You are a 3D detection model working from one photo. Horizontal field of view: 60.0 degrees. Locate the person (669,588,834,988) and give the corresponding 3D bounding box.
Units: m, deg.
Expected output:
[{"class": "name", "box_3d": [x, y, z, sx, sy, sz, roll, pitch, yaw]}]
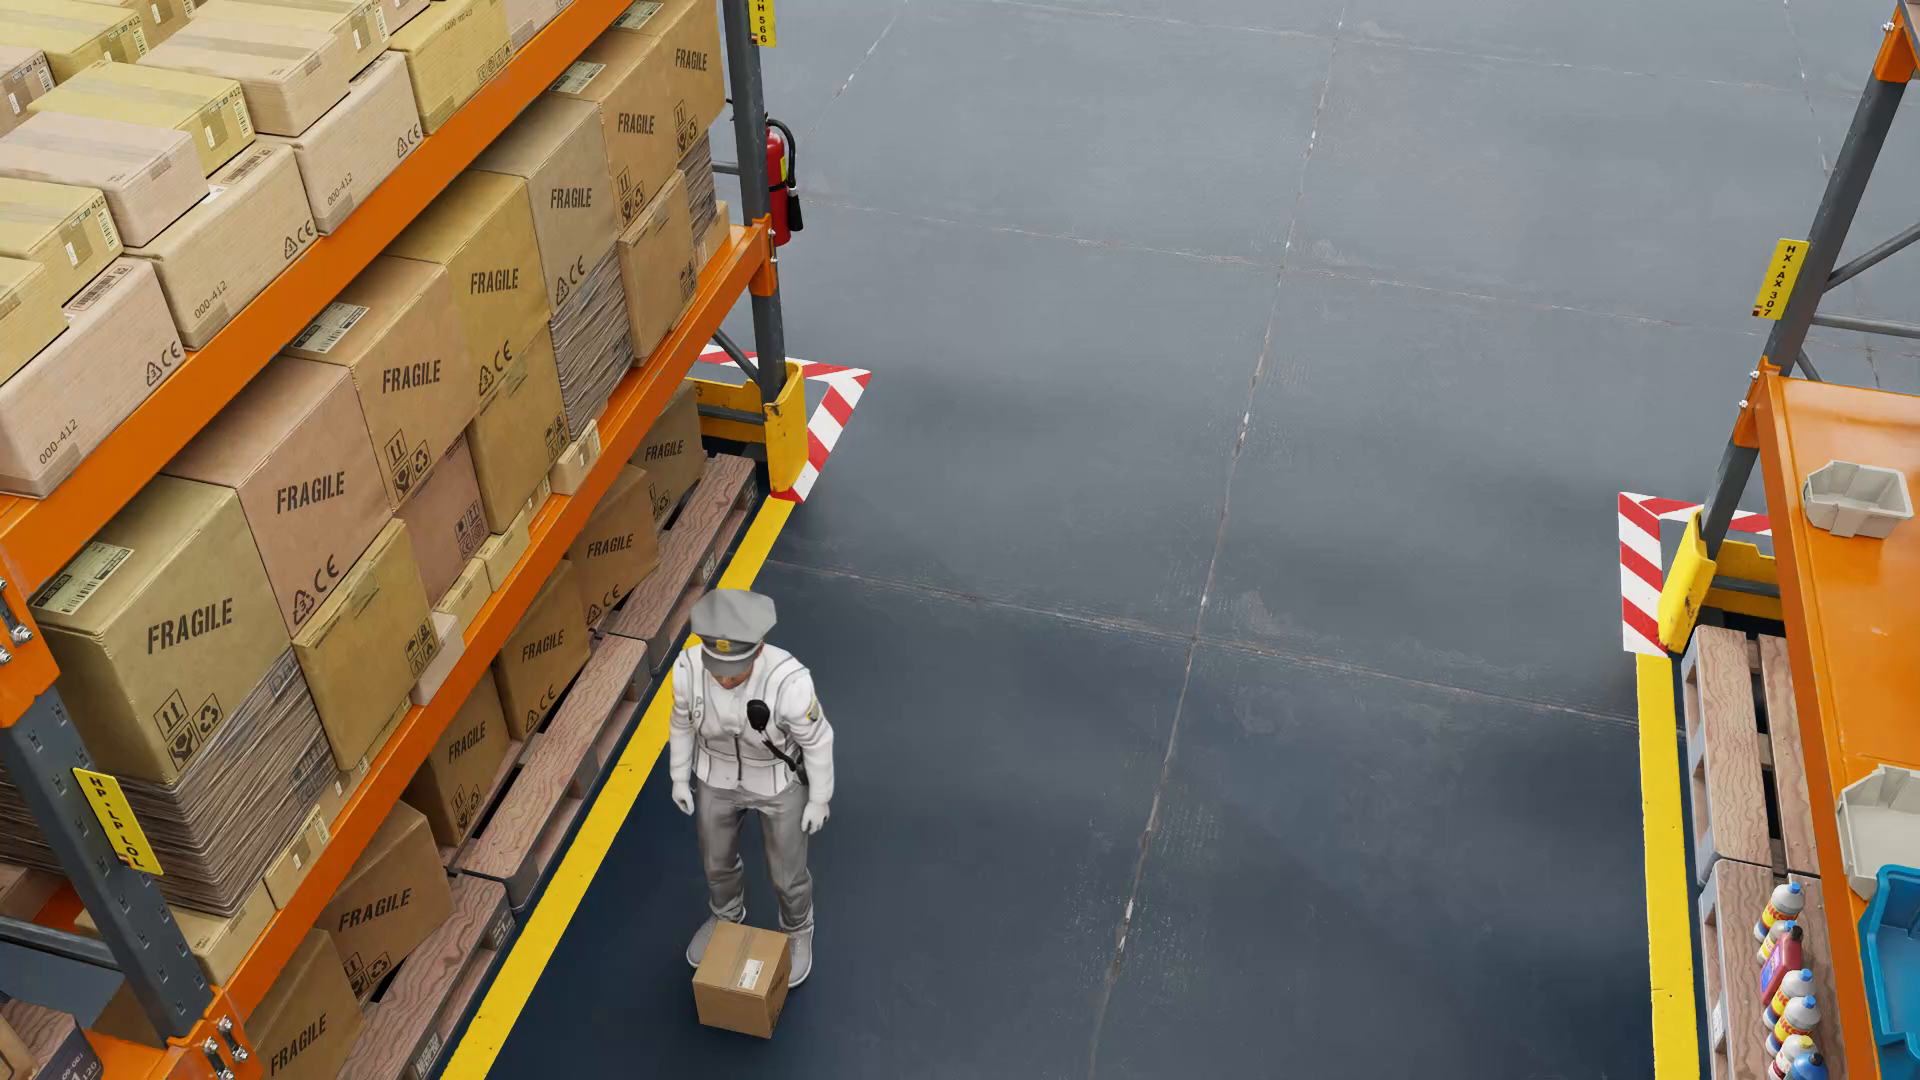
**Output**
[{"class": "person", "box_3d": [-0.668, 0.780, 5.267, 0.525, 1.662, 0.374, 8, 42, 9]}]
